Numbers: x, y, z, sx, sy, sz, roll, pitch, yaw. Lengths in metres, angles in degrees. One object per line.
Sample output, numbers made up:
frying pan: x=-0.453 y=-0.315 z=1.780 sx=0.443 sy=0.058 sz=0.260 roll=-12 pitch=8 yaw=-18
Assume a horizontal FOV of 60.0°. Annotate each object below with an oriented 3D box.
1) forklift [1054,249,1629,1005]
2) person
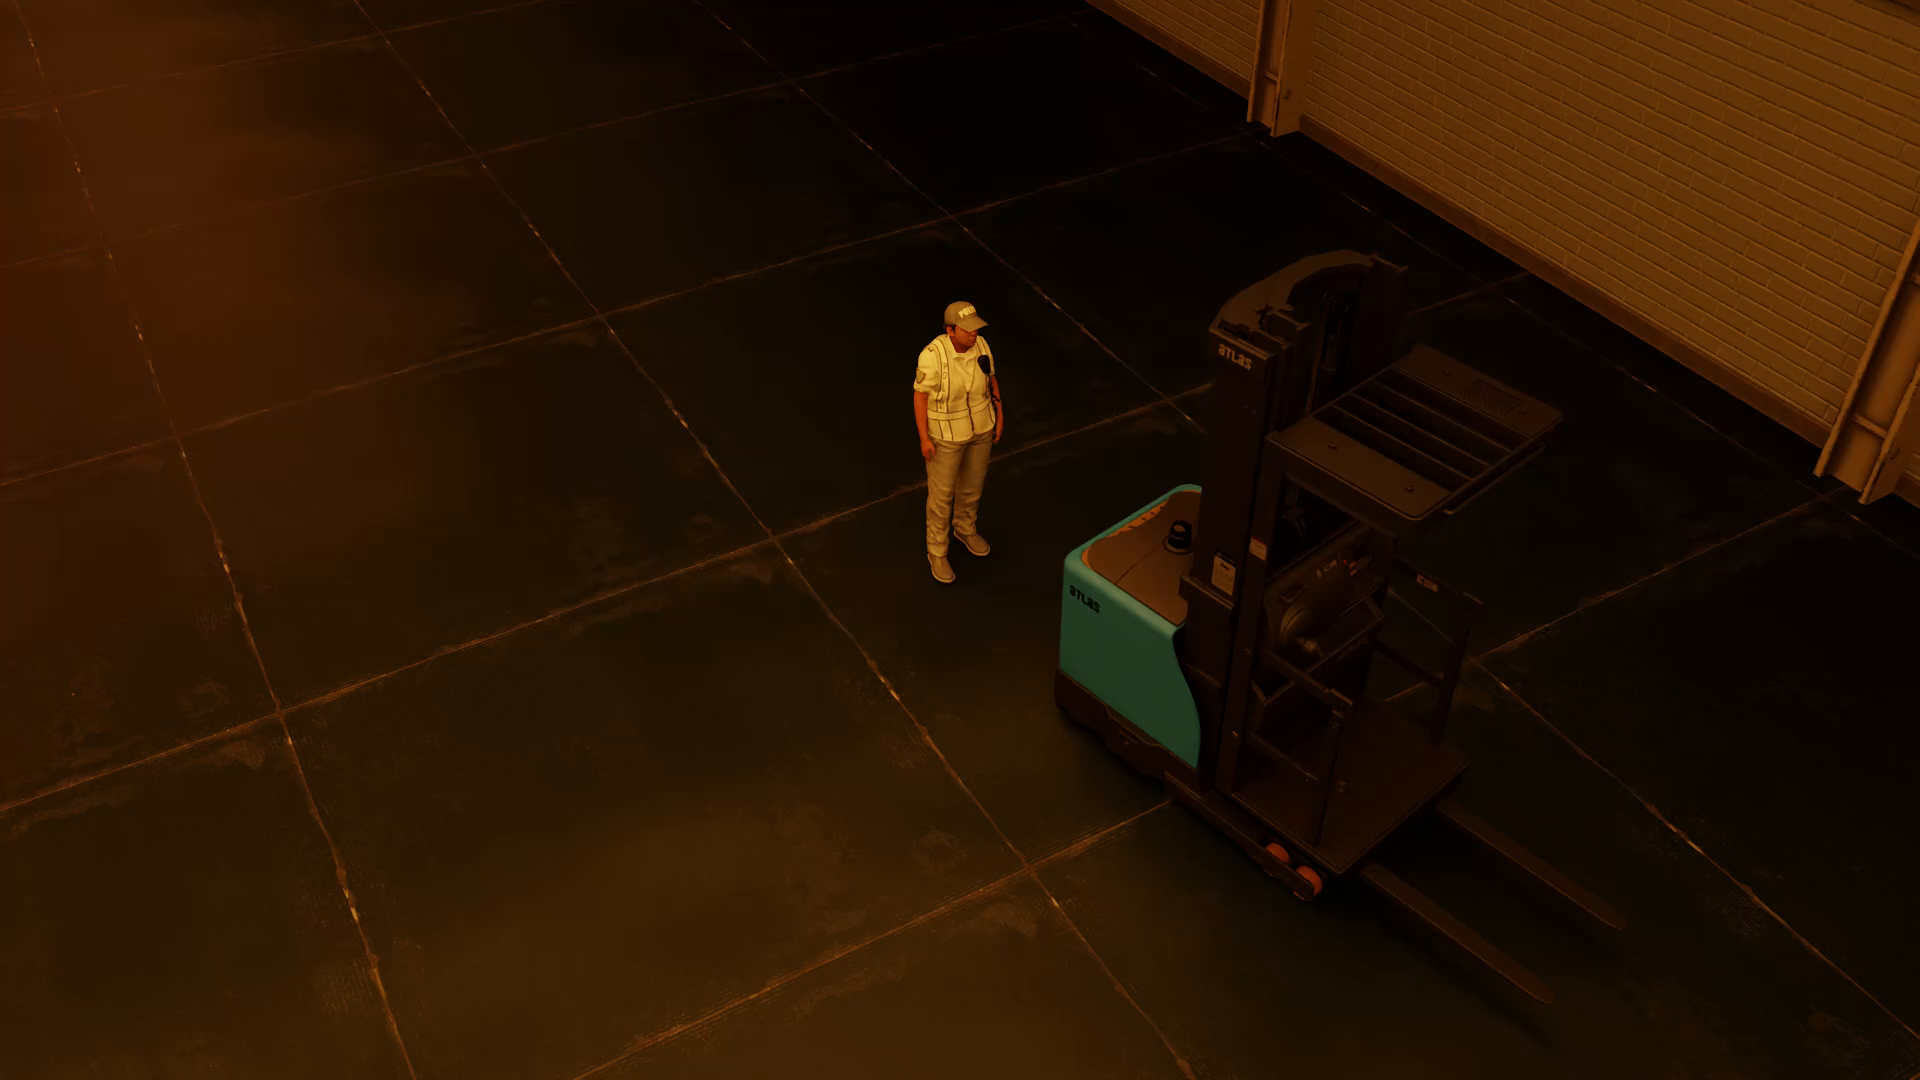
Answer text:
forklift: x=1.881 y=0.271 z=7.709 sx=1.130 sy=2.935 sz=3.031 roll=-30 pitch=48 yaw=-31
person: x=0.020 y=-0.597 z=9.735 sx=0.599 sy=1.670 sz=0.527 roll=-20 pitch=44 yaw=-23
